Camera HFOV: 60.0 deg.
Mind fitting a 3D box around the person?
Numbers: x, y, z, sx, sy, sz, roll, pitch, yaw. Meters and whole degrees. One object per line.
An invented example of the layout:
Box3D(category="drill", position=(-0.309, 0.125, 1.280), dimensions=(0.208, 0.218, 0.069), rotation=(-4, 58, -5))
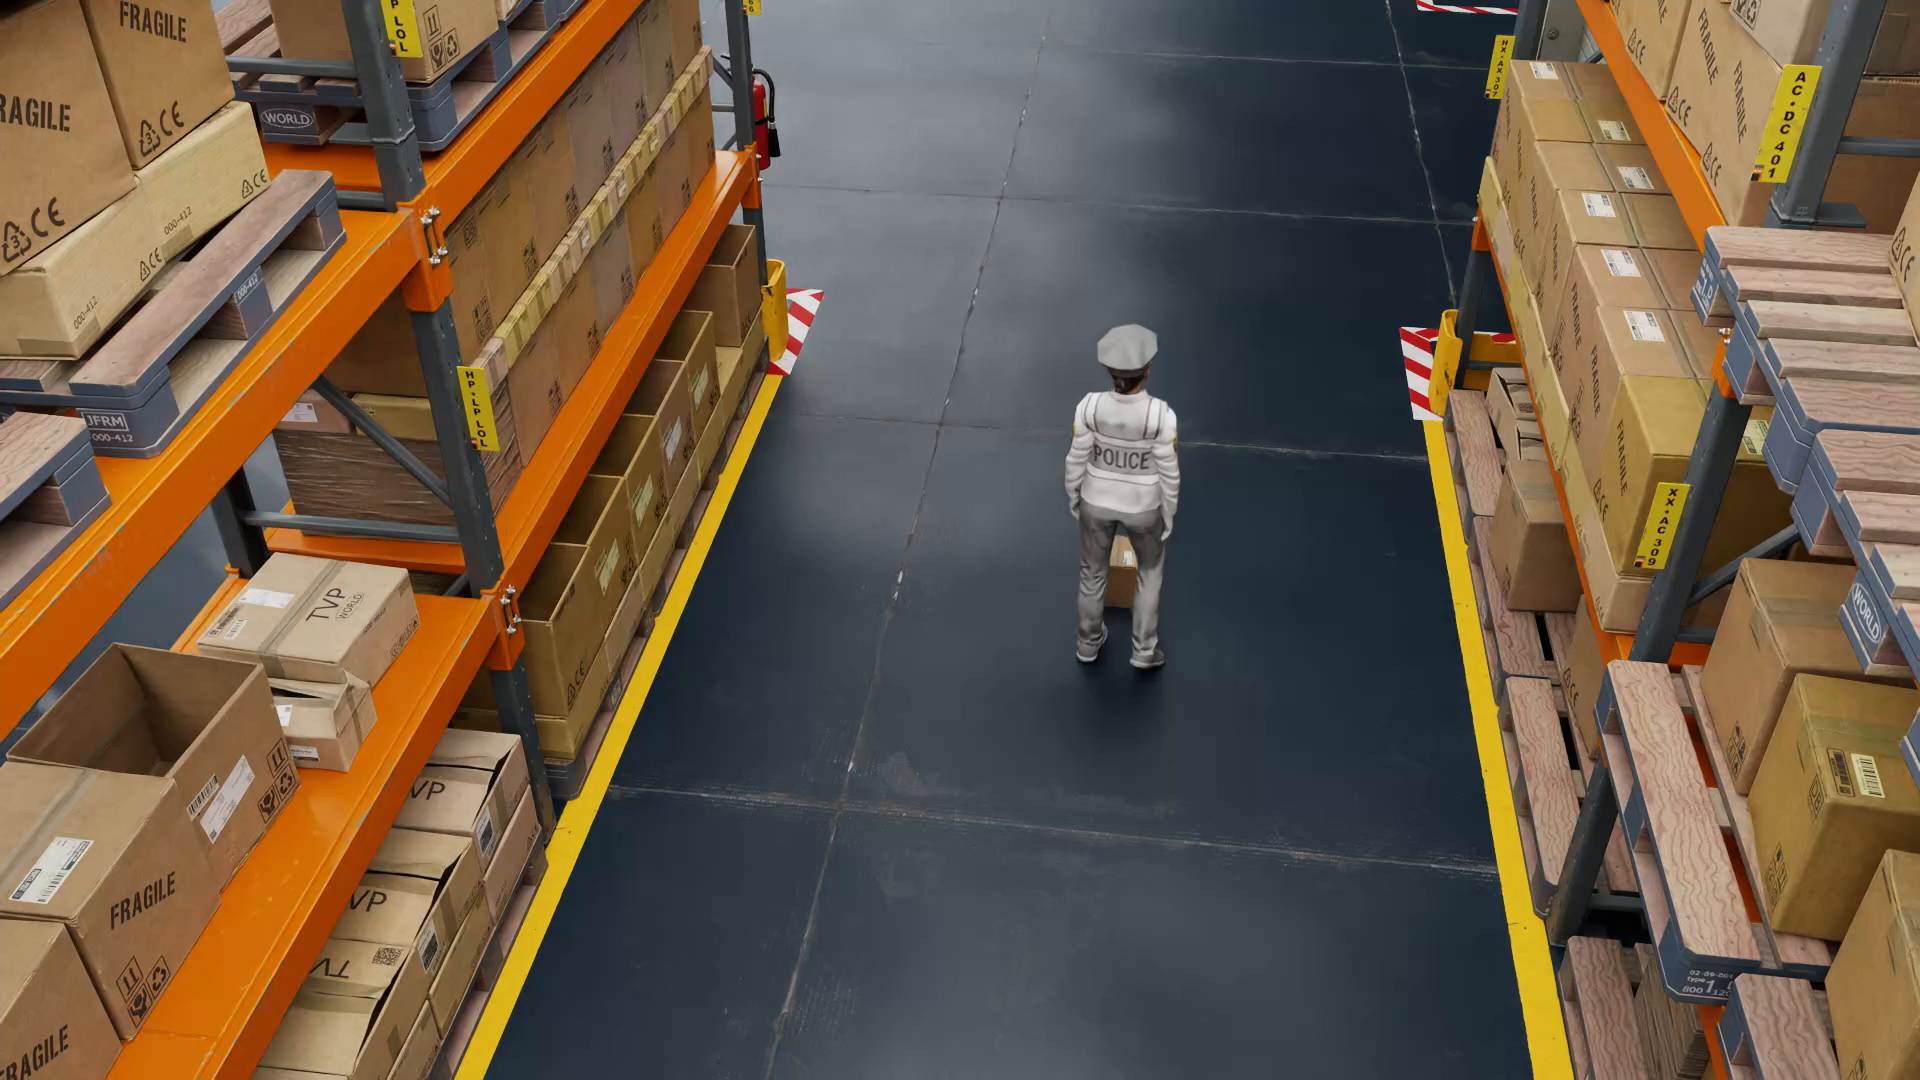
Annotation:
Box3D(category="person", position=(0.699, -0.139, 7.217), dimensions=(0.496, 1.732, 0.336), rotation=(8, 37, 11))
